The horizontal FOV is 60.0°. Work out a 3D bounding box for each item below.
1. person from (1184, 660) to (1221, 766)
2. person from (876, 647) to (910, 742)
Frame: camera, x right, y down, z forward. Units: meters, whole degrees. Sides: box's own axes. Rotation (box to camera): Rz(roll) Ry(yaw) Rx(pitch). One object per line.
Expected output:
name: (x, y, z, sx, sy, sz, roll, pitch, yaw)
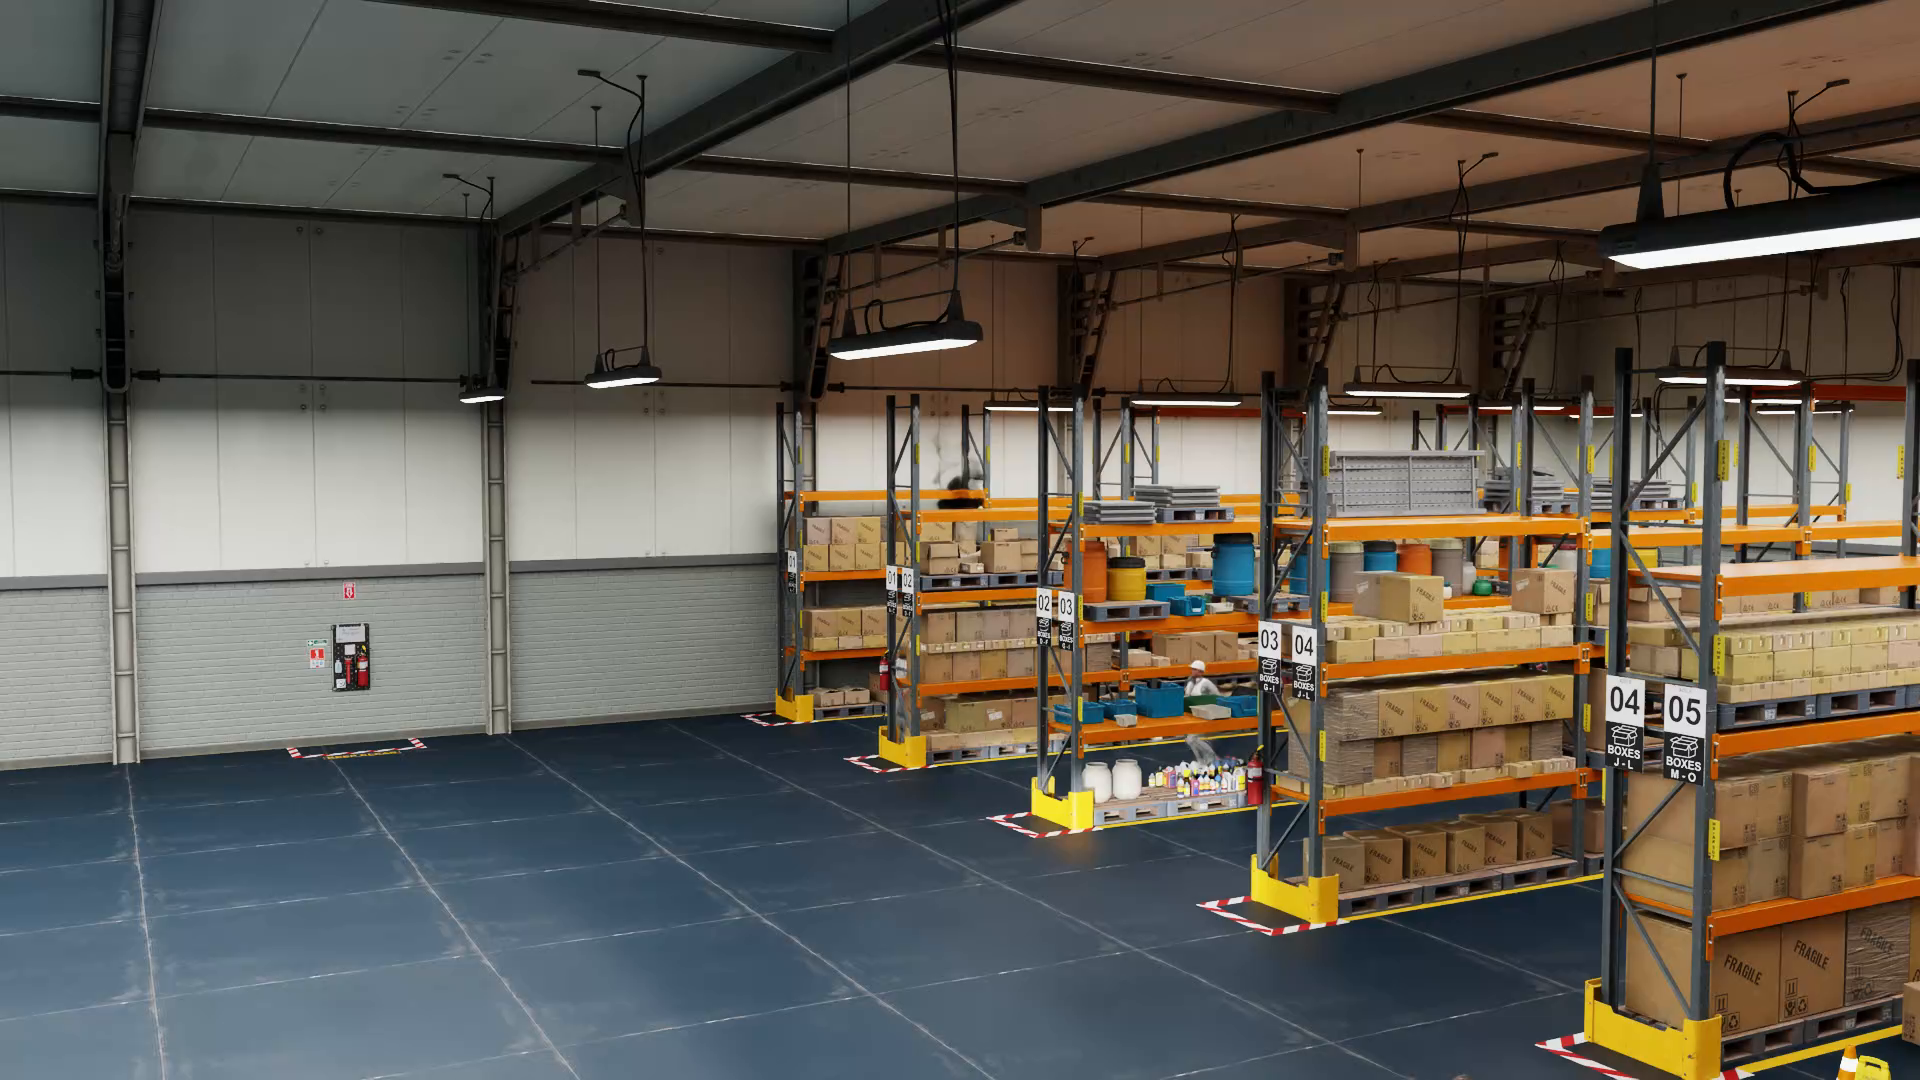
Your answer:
person: (3.755, 2.788, 26.499, 0.584, 1.729, 0.699, -2, 4, -31)
person: (-1.146, 2.663, 28.755, 0.600, 1.749, 0.690, -2, 4, -37)
